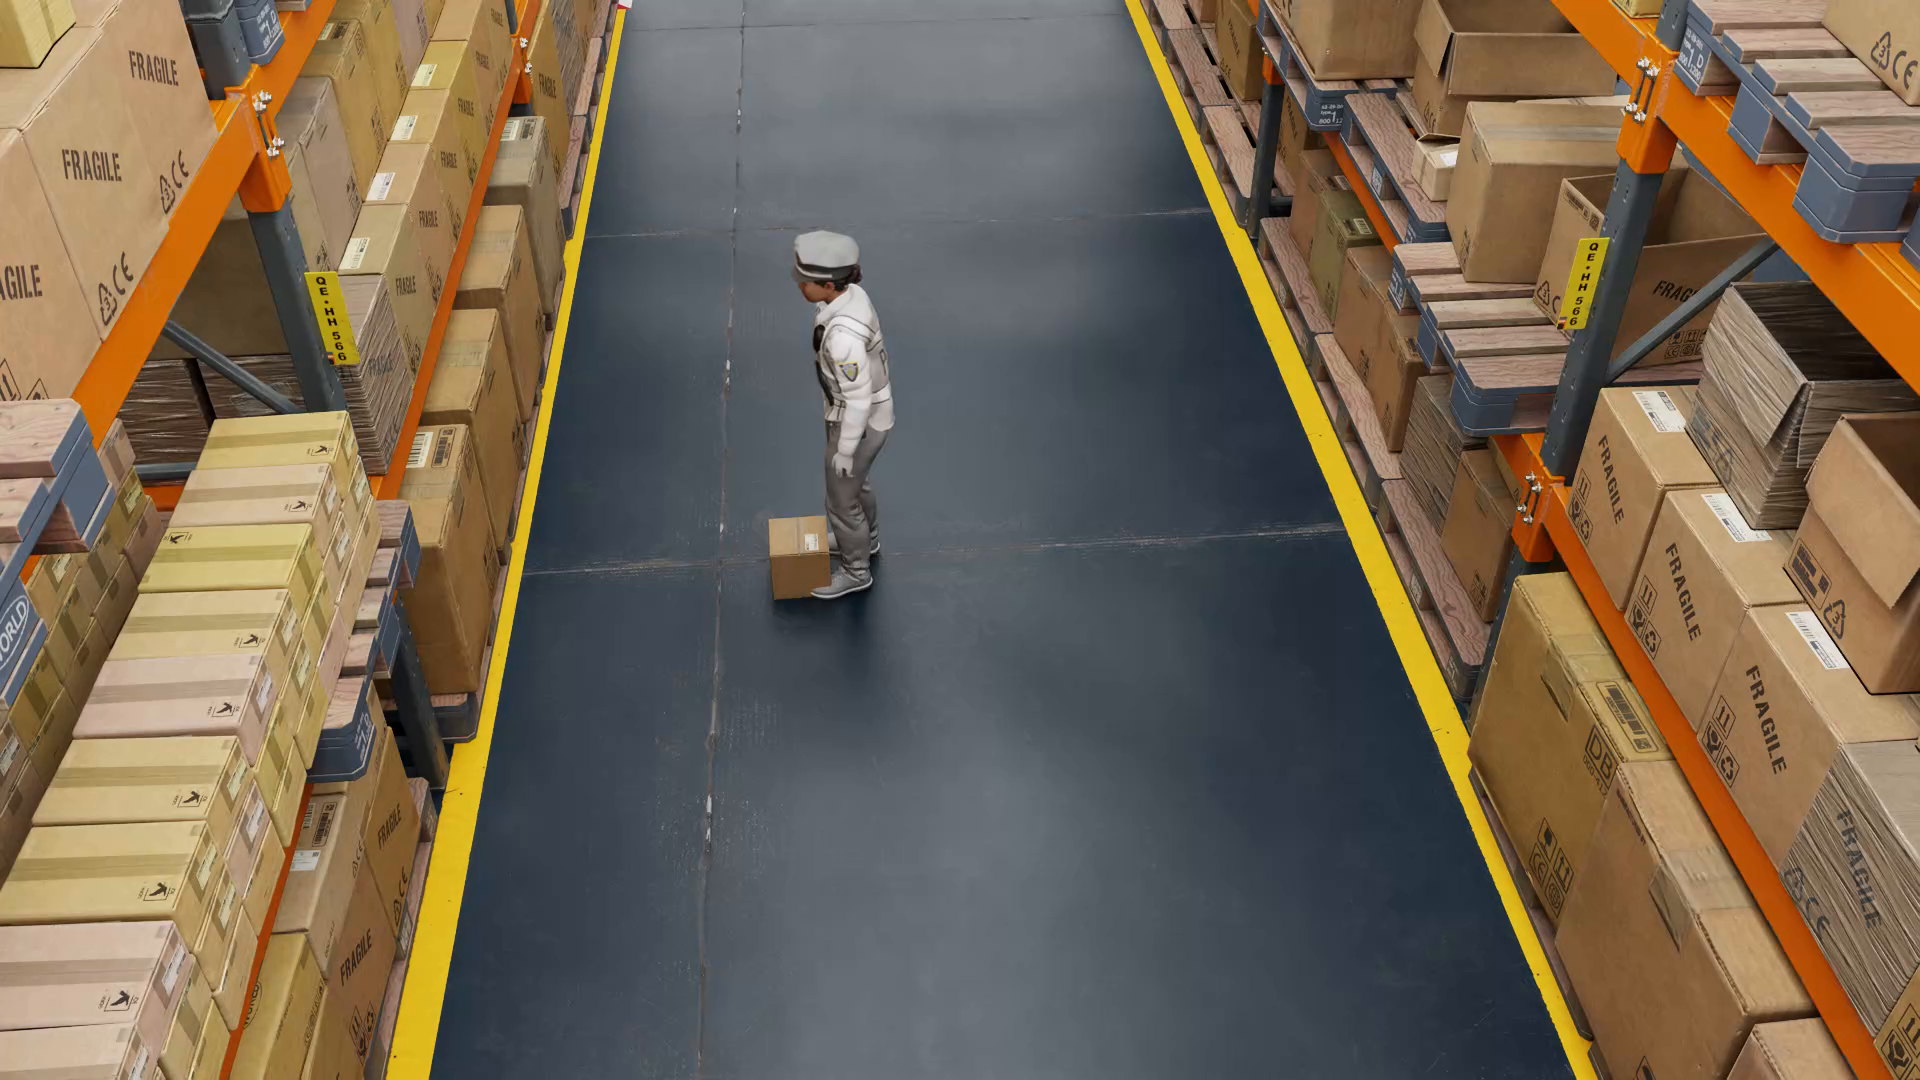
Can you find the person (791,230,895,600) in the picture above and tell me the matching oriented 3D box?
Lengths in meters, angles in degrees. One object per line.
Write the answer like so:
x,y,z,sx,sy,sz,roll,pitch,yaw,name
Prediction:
-0.470,-0.484,6.742,0.405,1.664,0.540,-4,40,-5,person
